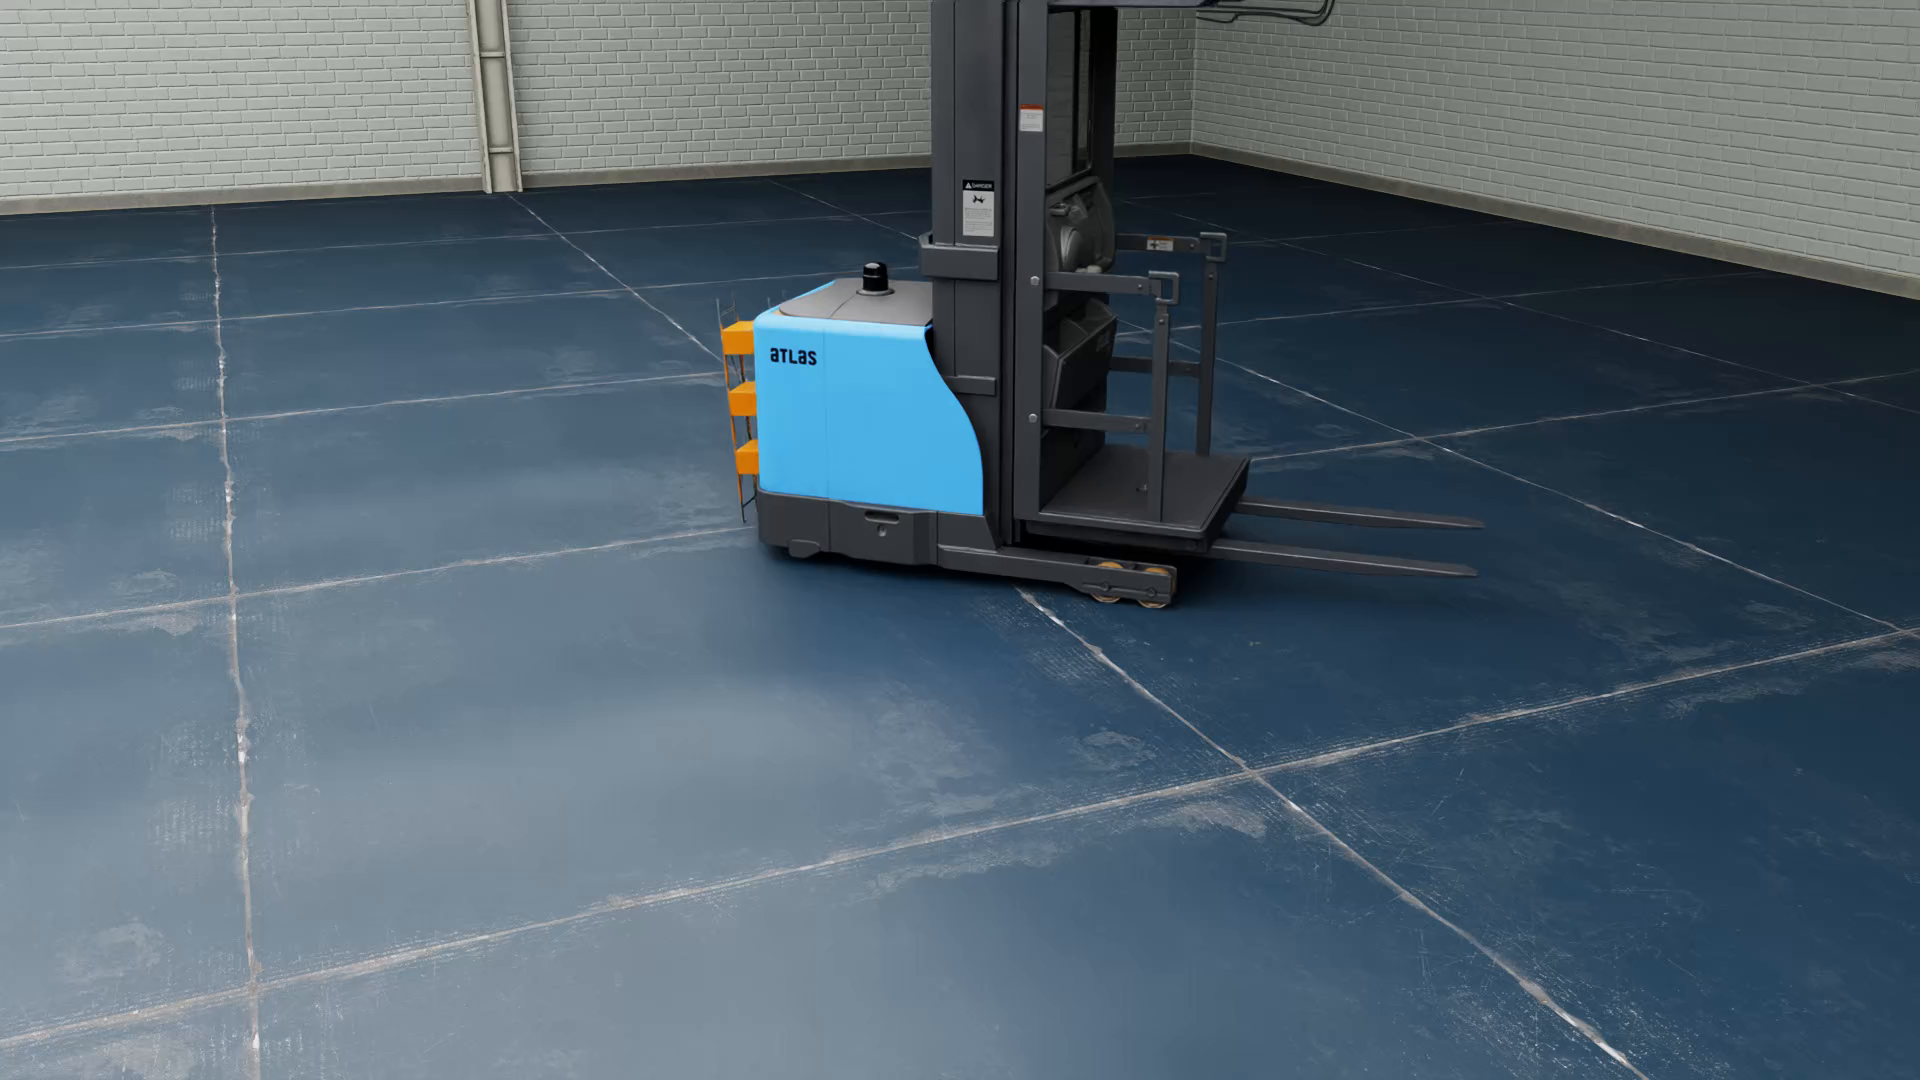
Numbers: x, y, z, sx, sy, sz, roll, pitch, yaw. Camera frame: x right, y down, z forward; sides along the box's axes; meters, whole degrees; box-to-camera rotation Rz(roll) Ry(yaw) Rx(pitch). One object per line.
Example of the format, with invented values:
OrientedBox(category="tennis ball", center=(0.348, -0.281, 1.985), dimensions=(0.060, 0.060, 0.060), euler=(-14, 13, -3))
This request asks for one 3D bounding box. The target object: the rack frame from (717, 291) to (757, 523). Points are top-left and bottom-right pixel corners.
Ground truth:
OrientedBox(category="rack frame", center=(-1.022, -0.608, 7.669), dimensions=(0.008, 1.050, 0.200), euler=(1, 19, 15))

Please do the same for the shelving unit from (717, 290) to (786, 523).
OrientedBox(category="shelving unit", center=(-0.904, -0.605, 7.637), dimensions=(0.252, 1.050, 0.215), euler=(1, 19, 15))

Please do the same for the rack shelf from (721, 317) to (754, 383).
OrientedBox(category="rack shelf", center=(-0.922, -0.864, 7.551), dimensions=(0.240, 0.259, 0.215), euler=(1, 19, 15))

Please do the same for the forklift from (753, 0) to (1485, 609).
OrientedBox(category="forklift", center=(0.687, -1.302, 6.806), dimensions=(3.031, 2.935, 1.130), euler=(7, 20, 18))

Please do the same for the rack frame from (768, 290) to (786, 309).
OrientedBox(category="rack frame", center=(-0.786, -0.603, 7.604), dimensions=(0.008, 1.050, 0.200), euler=(1, 19, 15))

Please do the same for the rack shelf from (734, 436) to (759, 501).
OrientedBox(category="rack shelf", center=(-0.885, -0.332, 7.728), dimensions=(0.240, 0.259, 0.215), euler=(1, 19, 15))

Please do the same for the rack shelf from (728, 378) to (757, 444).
OrientedBox(category="rack shelf", center=(-0.903, -0.595, 7.640), dimensions=(0.240, 0.259, 0.215), euler=(1, 19, 15))

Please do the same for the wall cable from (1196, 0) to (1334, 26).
OrientedBox(category="wall cable", center=(3.612, -7.472, 19.870), dimensions=(0.112, 2.526, 3.097), euler=(-8, 21, -22))

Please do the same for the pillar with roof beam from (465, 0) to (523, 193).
OrientedBox(category="pillar with roof beam", center=(-3.420, -6.851, 13.429), dimensions=(0.400, 9.000, 9.100), euler=(-8, 21, -22))
